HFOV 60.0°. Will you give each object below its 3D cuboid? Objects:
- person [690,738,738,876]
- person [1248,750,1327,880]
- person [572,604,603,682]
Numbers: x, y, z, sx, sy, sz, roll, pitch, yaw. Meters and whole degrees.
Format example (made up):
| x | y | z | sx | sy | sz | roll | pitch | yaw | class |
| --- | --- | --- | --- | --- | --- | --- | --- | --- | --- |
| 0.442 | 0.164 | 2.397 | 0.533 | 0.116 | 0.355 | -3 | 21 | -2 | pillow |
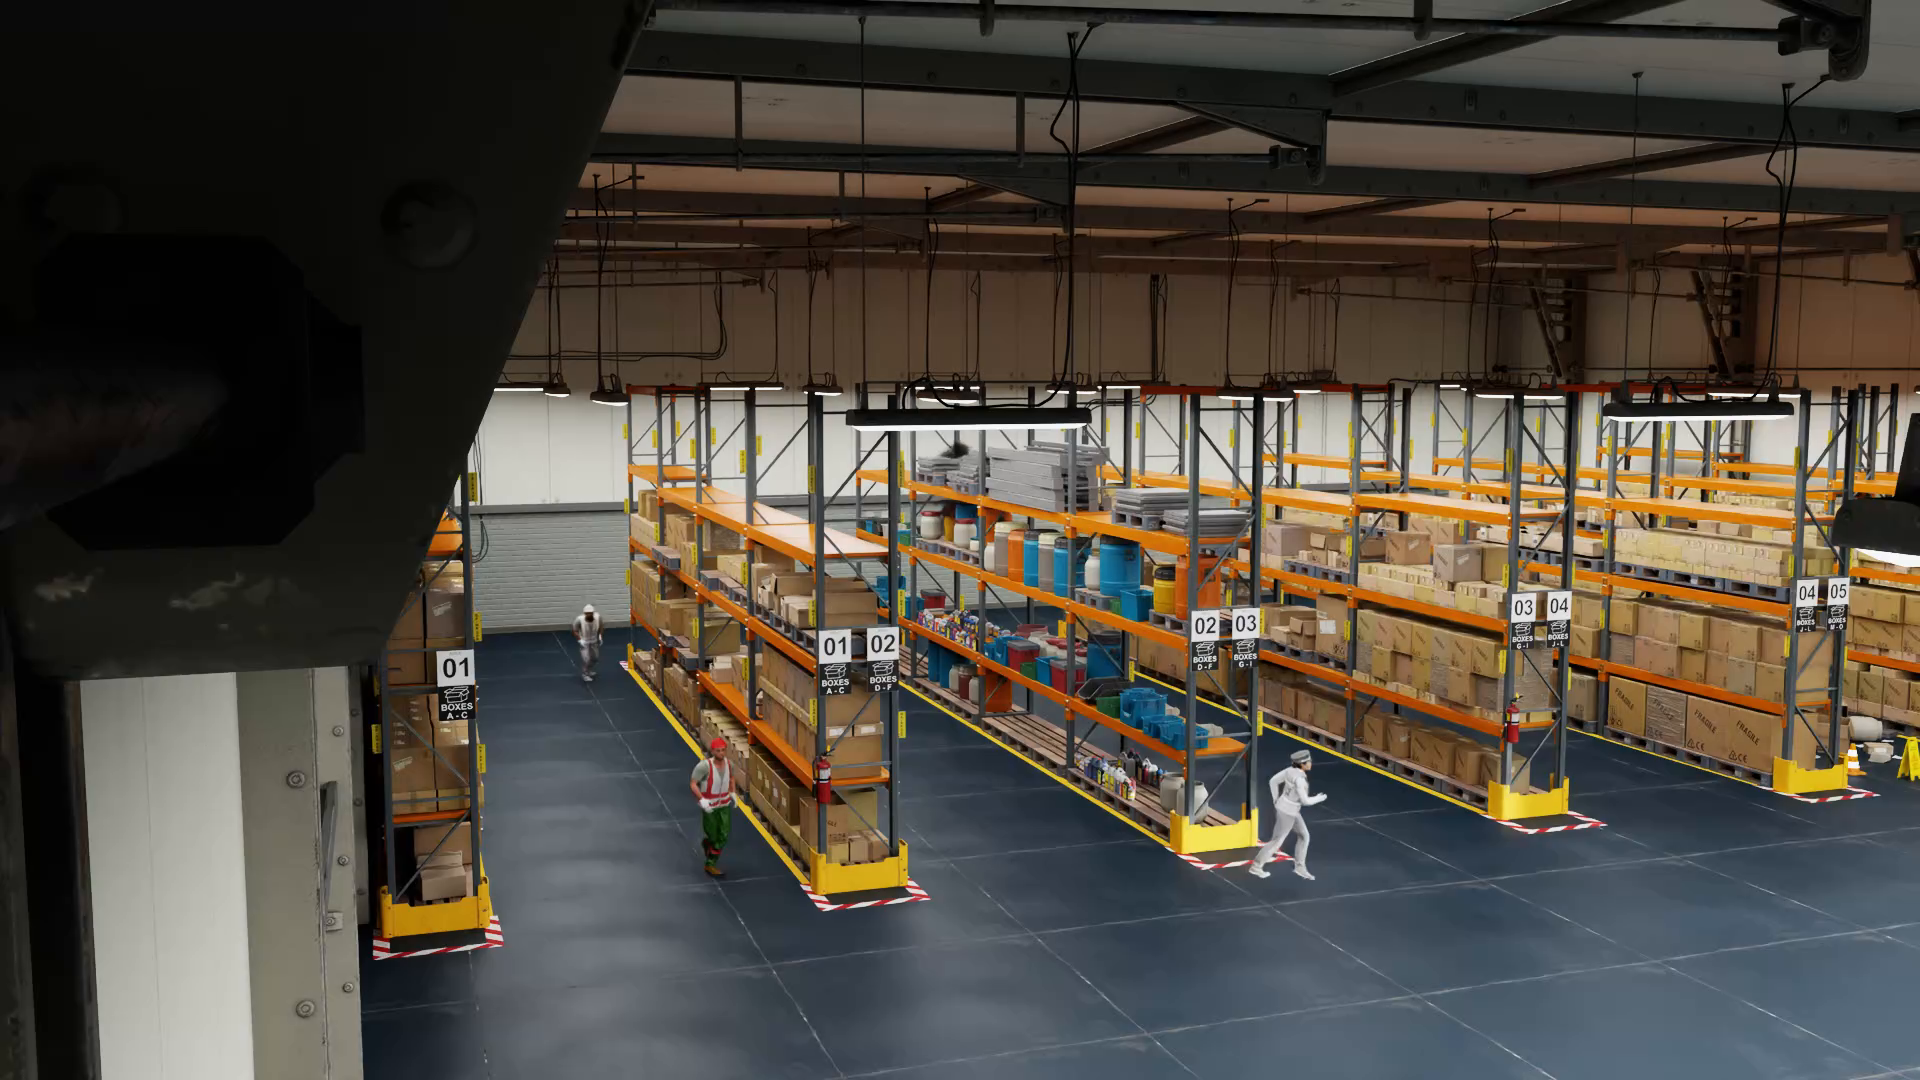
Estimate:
| x | y | z | sx | sy | sz | roll | pitch | yaw | class |
| --- | --- | --- | --- | --- | --- | --- | --- | --- | --- |
| -3.118 | 3.318 | 20.937 | 0.651 | 1.734 | 0.627 | -4 | 7 | -32 | person |
| 4.036 | 3.402 | 20.491 | 0.951 | 1.670 | 0.596 | 0 | 6 | 2 | person |
| -7.522 | 2.058 | 33.574 | 0.684 | 1.621 | 0.935 | -5 | 8 | -38 | person |
